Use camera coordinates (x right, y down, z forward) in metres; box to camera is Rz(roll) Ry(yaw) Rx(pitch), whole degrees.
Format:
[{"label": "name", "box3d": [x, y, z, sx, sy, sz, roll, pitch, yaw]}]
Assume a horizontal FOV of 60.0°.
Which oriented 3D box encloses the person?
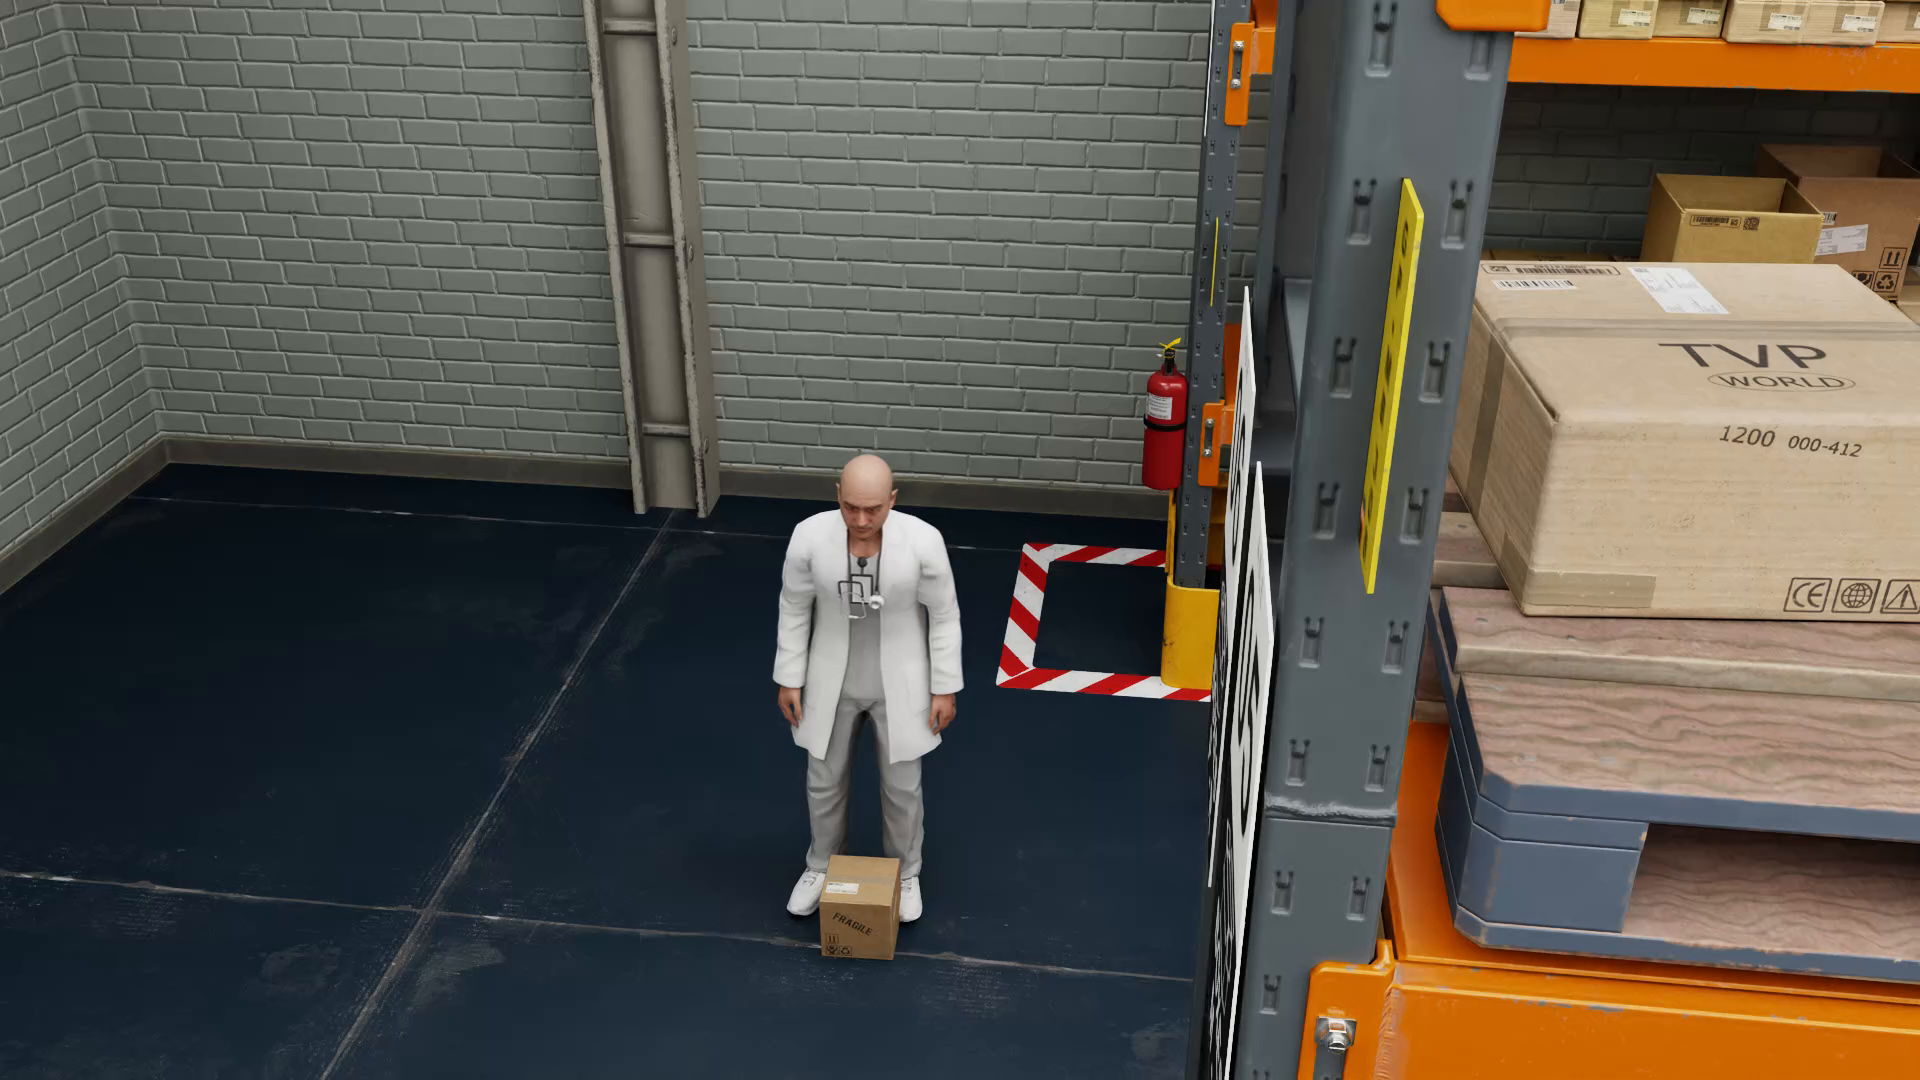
[{"label": "person", "box3d": [-0.318, 0.499, 5.699, 0.644, 1.774, 0.415, 3, 28, 5]}]
